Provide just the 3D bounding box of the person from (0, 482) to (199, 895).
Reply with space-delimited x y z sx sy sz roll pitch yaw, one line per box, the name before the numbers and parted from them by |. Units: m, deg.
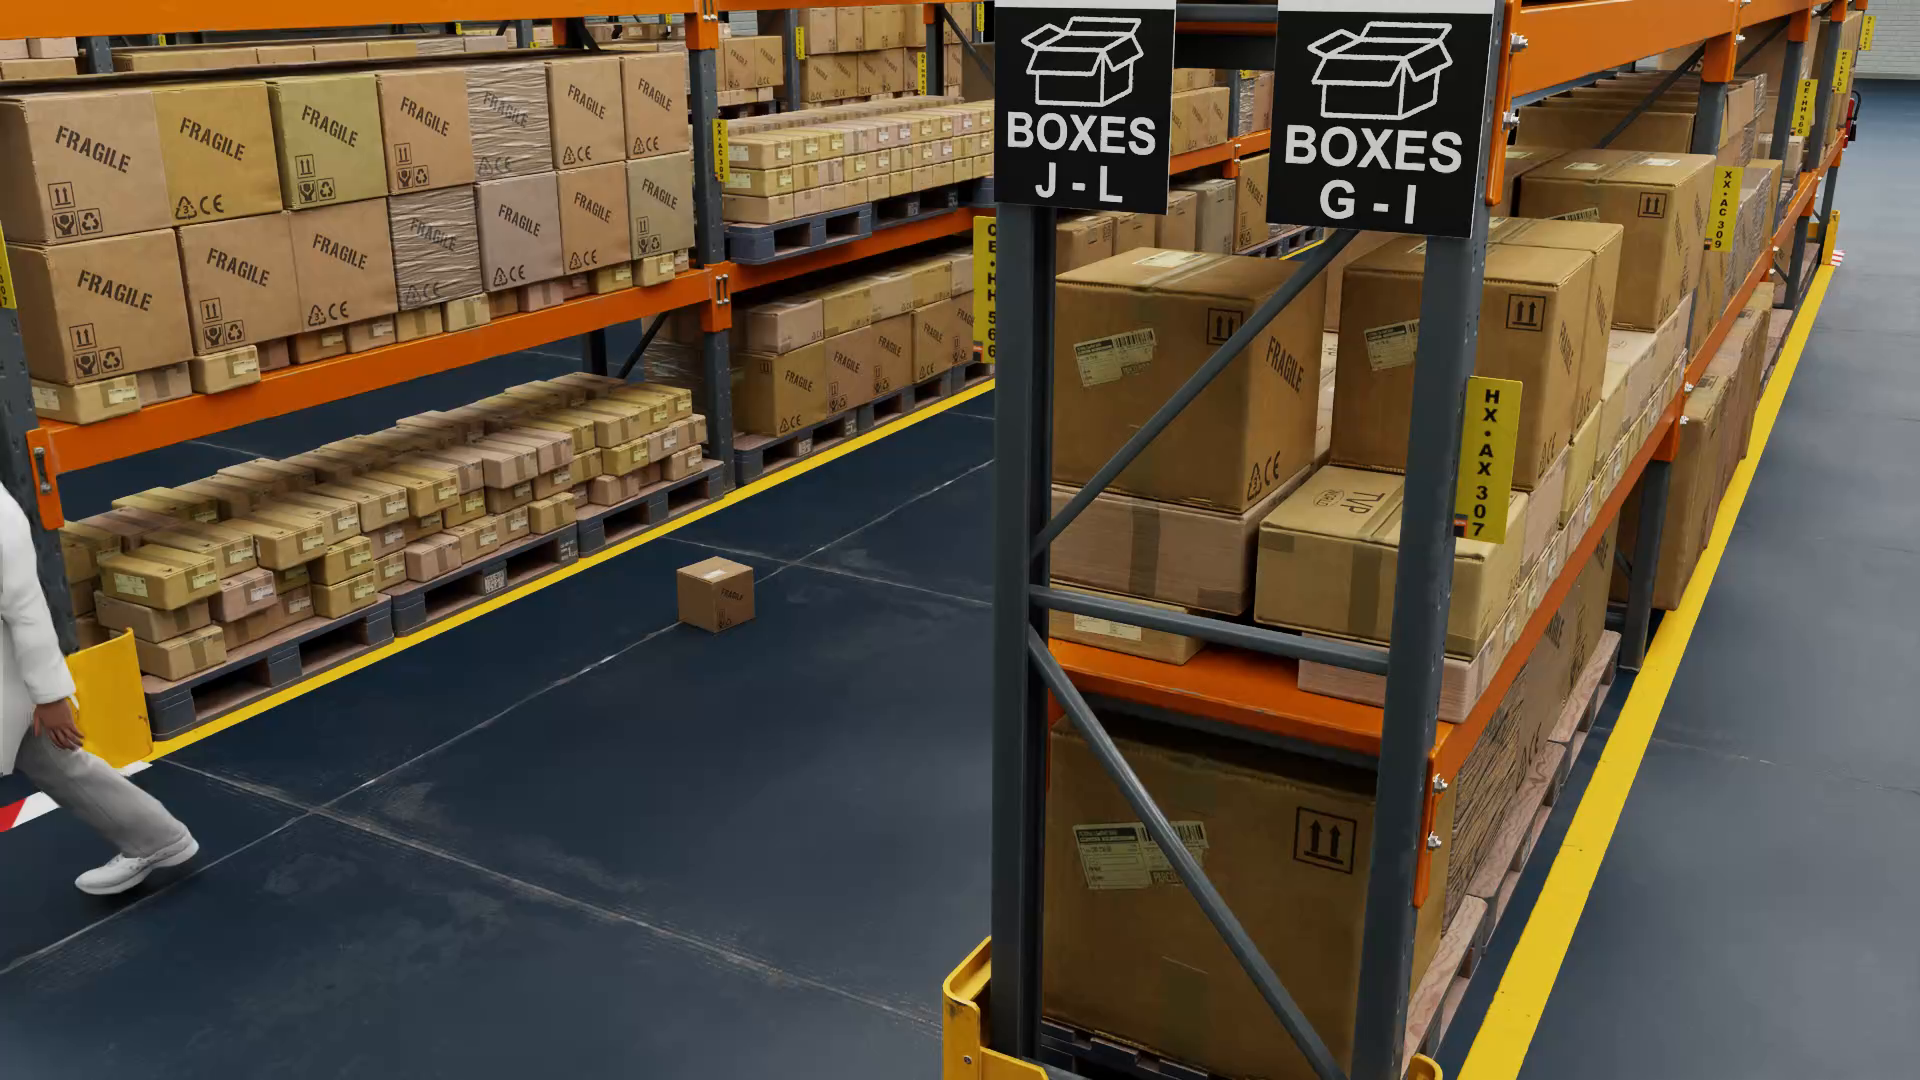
person | -2.953 0.404 4.913 1.137 1.708 0.627 -13 23 -33
